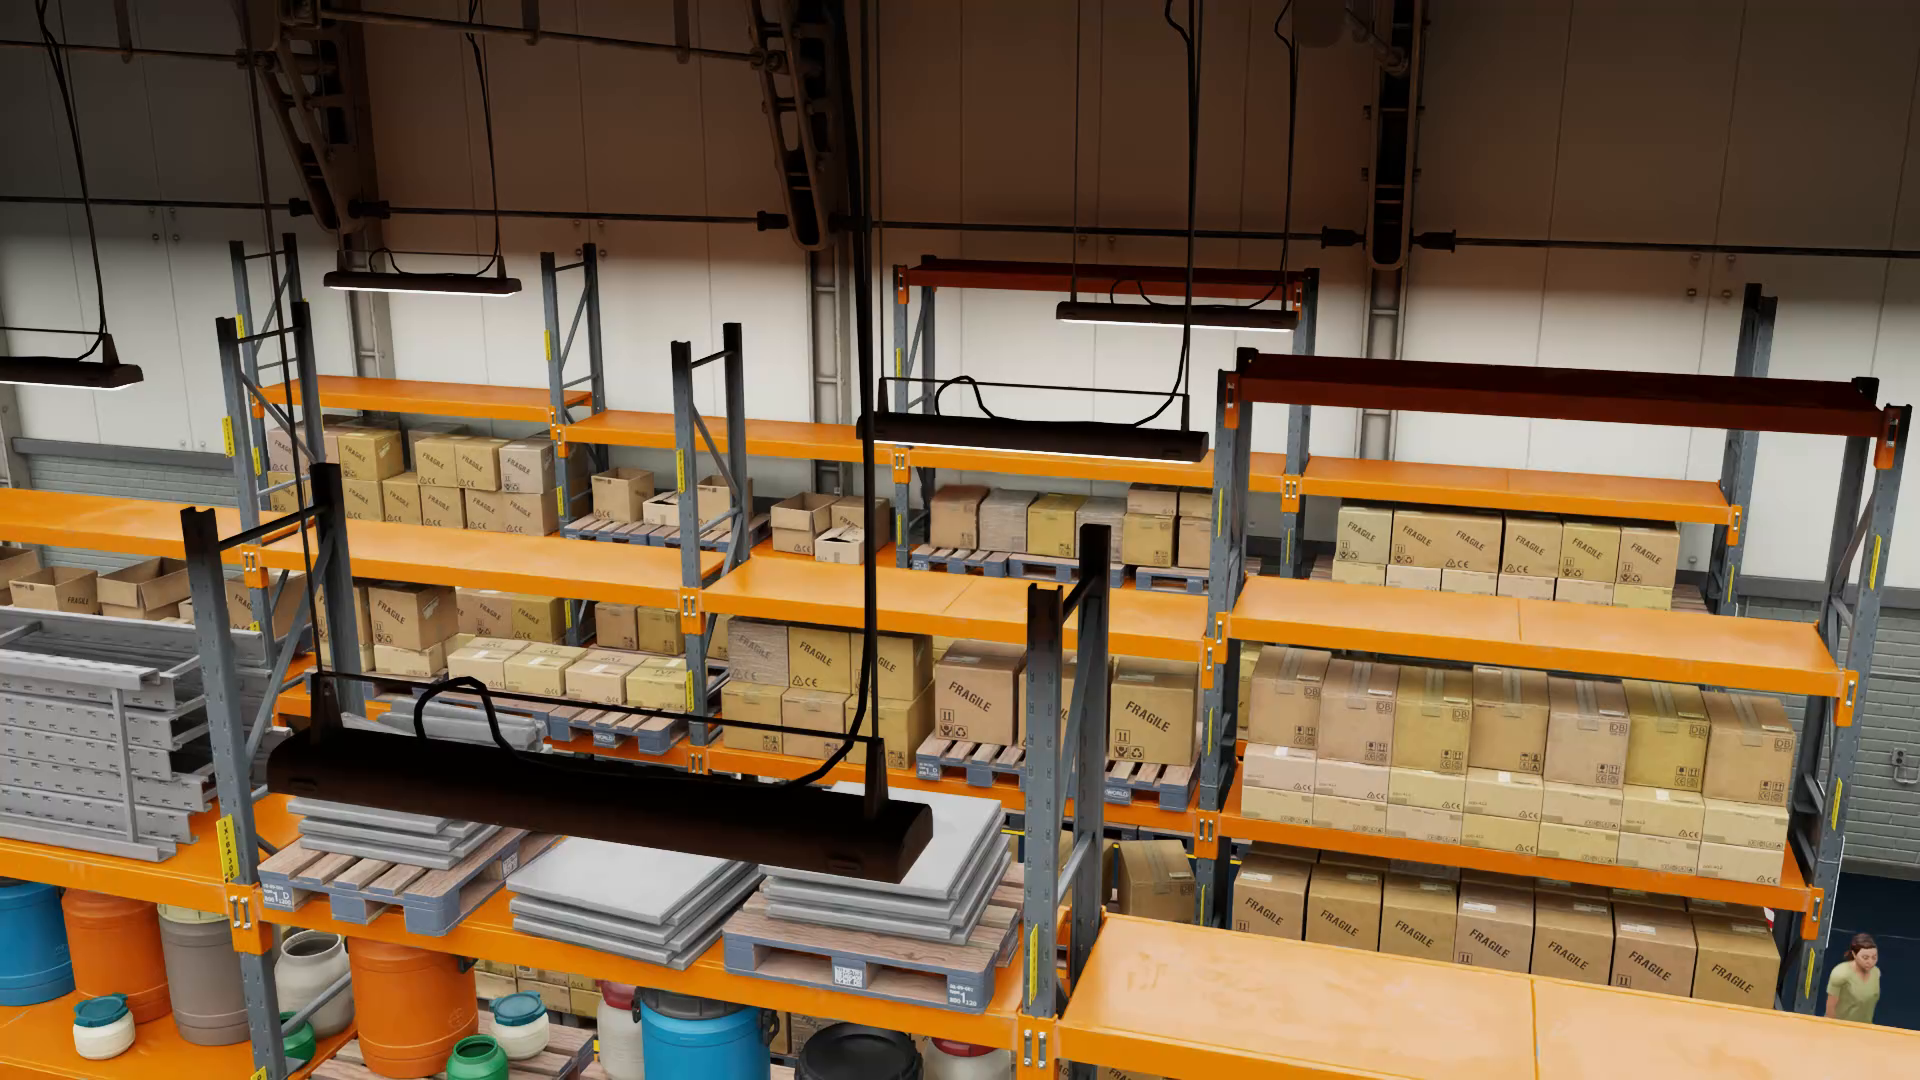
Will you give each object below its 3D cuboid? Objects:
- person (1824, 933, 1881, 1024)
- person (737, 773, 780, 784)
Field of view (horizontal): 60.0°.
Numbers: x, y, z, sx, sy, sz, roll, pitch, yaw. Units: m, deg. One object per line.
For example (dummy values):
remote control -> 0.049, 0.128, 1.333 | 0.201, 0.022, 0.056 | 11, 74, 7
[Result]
person -> 6.801, 3.751, 12.763 | 0.482, 1.652, 0.743 | -3, 16, -10
person -> -2.042, 2.668, 16.528 | 1.039, 1.656, 0.565 | 6, 17, 21
